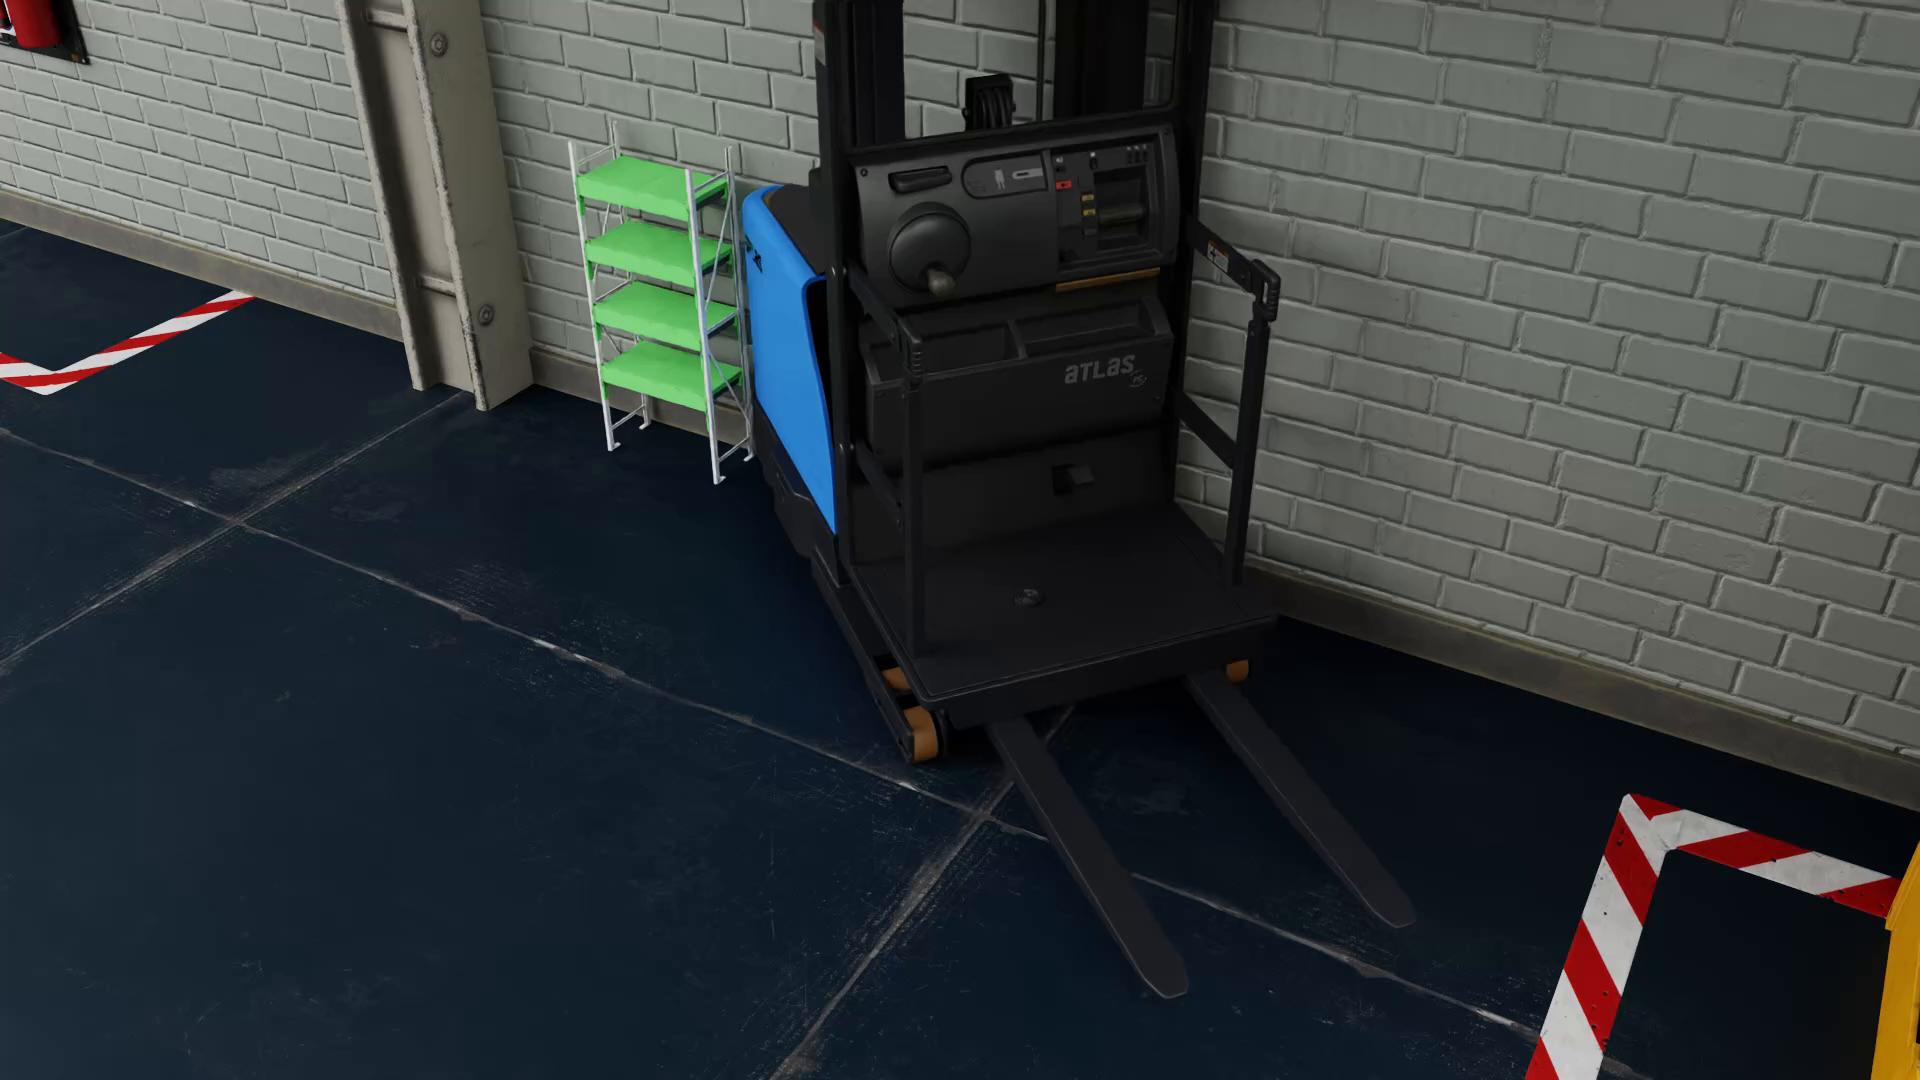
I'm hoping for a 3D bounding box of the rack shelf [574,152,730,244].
[{"bbox_3d":[-1.040,-1.172,5.675,0.480,0.148,0.258,17,37,24],"label":"rack shelf"}]

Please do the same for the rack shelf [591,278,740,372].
[{"bbox_3d":[-1.042,-0.773,5.942,0.480,0.148,0.258,17,37,24],"label":"rack shelf"}]

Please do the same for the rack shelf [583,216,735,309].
[{"bbox_3d":[-1.041,-0.973,5.808,0.480,0.148,0.258,17,37,24],"label":"rack shelf"}]

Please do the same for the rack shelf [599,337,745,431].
[{"bbox_3d":[-1.043,-0.574,6.075,0.480,0.148,0.258,17,37,24],"label":"rack shelf"}]

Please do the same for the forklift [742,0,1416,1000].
[{"bbox_3d":[0.246,-0.840,4.367,1.130,2.935,3.031,-12,35,-17],"label":"forklift"}]

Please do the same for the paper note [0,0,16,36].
[{"bbox_3d":[-4.194,-2.292,7.281,0.142,0.148,0.016,18,37,24],"label":"paper note"}]

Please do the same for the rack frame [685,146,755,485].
[{"bbox_3d":[-0.829,-0.759,5.808,0.015,1.200,0.240,17,37,24],"label":"rack frame"}]

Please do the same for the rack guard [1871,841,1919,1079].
[{"bbox_3d":[2.290,1.056,3.713,0.348,0.500,1.175,18,37,24],"label":"rack guard"}]

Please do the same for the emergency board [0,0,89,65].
[{"bbox_3d":[-4.075,-2.577,6.914,0.643,1.169,0.194,18,37,24],"label":"emergency board"}]

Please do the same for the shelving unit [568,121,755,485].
[{"bbox_3d":[-1.042,-0.826,5.906,0.503,1.200,0.258,17,37,24],"label":"shelving unit"}]

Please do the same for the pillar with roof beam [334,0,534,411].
[{"bbox_3d":[-4.084,-2.304,1.092,0.400,9.000,9.100,18,37,24],"label":"pillar with roof beam"}]

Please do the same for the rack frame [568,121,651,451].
[{"bbox_3d":[-1.255,-0.893,6.005,0.015,1.200,0.240,17,37,24],"label":"rack frame"}]
